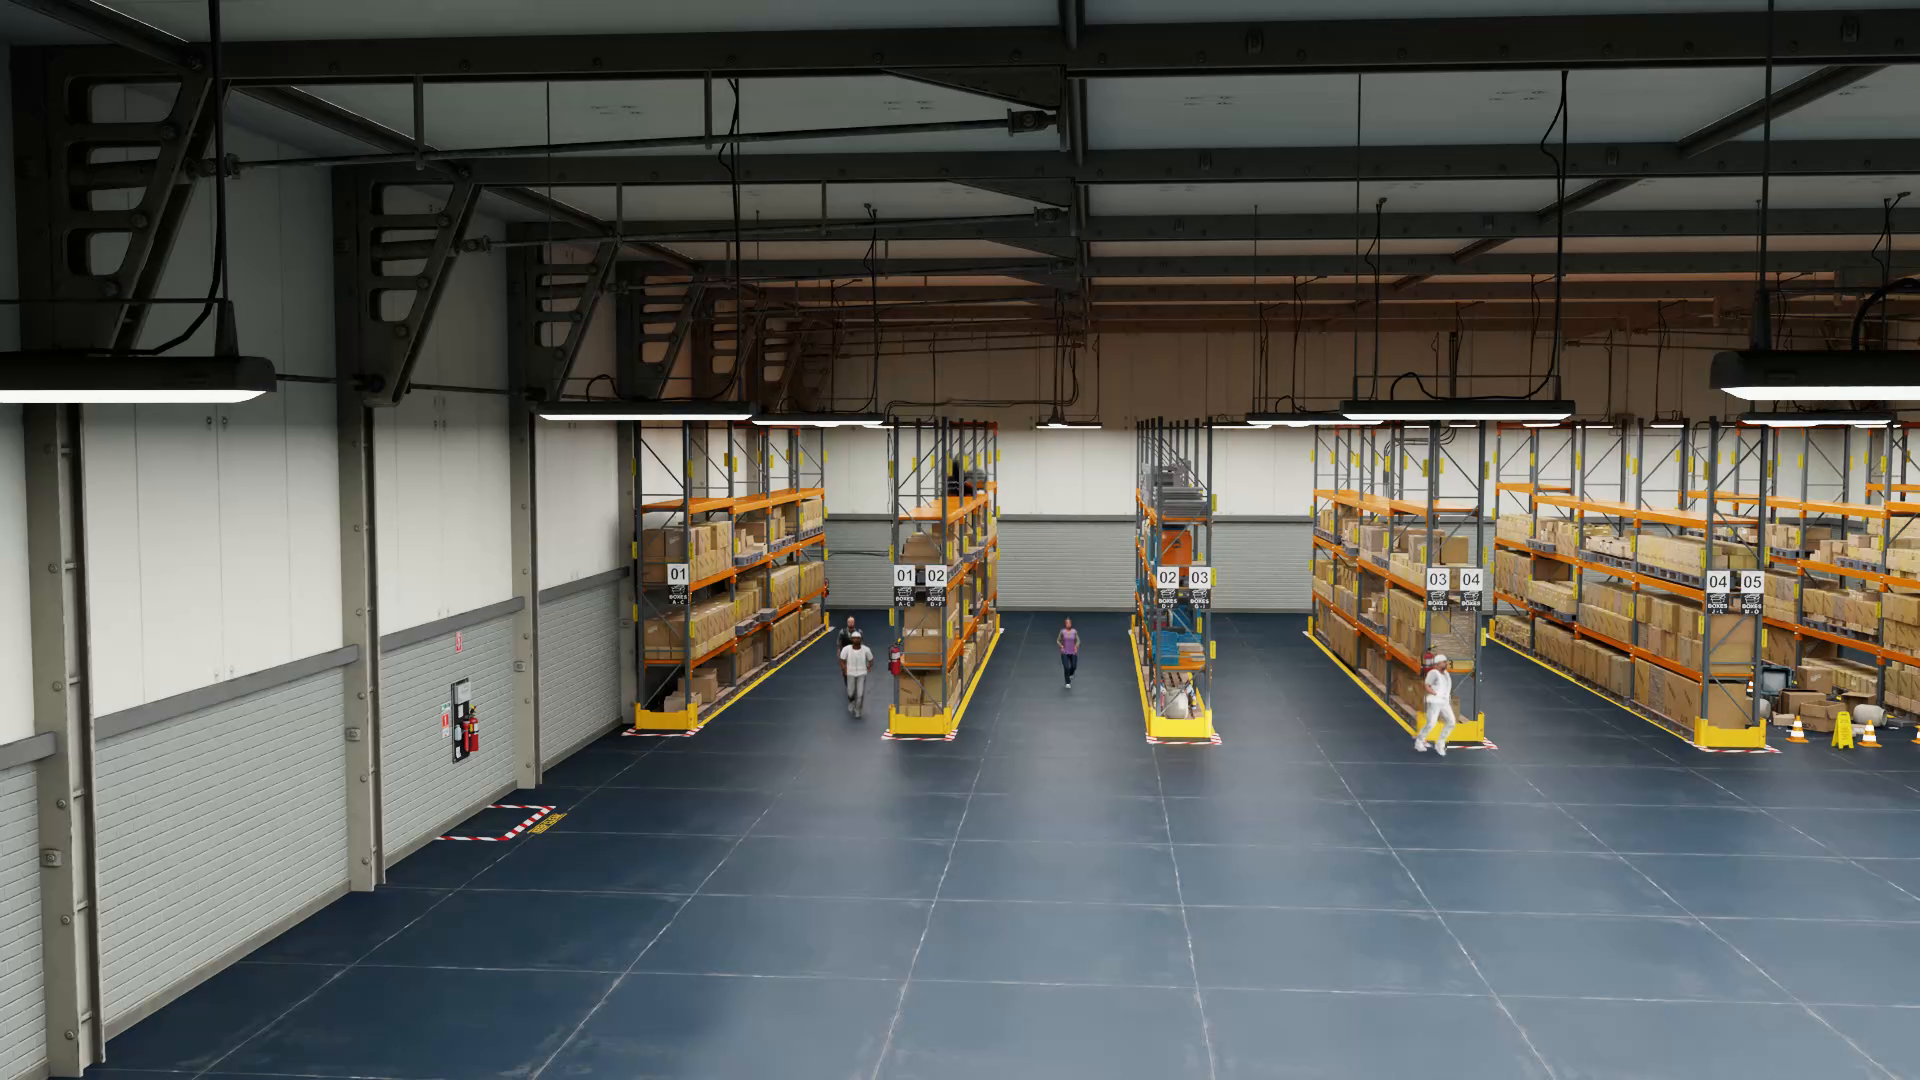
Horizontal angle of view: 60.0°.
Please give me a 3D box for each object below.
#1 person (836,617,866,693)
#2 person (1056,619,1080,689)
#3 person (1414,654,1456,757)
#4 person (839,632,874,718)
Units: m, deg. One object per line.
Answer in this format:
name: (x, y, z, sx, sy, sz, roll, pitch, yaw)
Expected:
person: (-2.390, 2.518, 36.420, 0.648, 1.672, 0.616, 0, 4, -2)
person: (2.415, 2.528, 37.038, 0.532, 1.550, 0.559, 0, 4, -3)
person: (8.481, 2.922, 29.511, 0.718, 1.792, 0.665, -3, 5, -35)
person: (-2.070, 2.690, 33.281, 0.698, 1.716, 0.606, 0, 4, -5)
